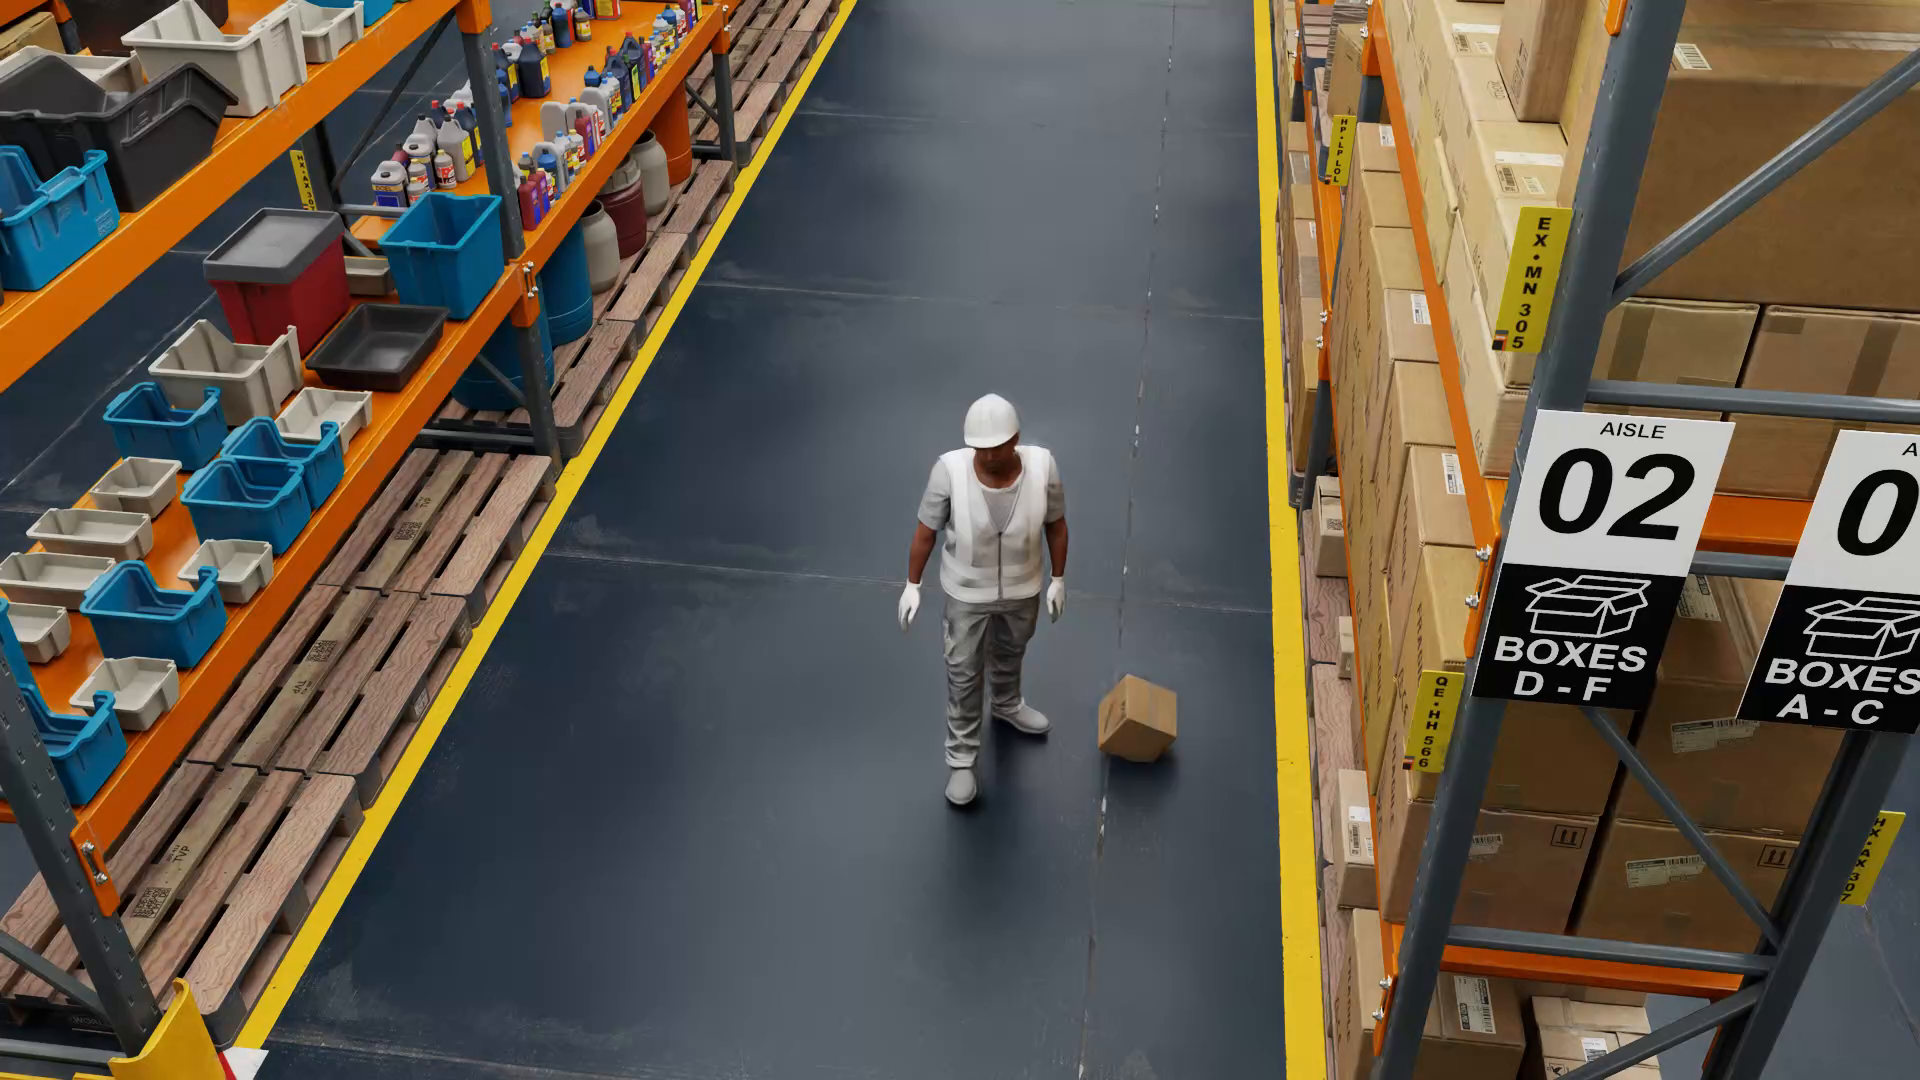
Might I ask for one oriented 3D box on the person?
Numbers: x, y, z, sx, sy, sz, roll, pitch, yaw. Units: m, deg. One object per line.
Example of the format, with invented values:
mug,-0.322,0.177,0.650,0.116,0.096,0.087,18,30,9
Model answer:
person,0.099,0.222,6.696,0.701,1.785,0.635,-7,36,-10
